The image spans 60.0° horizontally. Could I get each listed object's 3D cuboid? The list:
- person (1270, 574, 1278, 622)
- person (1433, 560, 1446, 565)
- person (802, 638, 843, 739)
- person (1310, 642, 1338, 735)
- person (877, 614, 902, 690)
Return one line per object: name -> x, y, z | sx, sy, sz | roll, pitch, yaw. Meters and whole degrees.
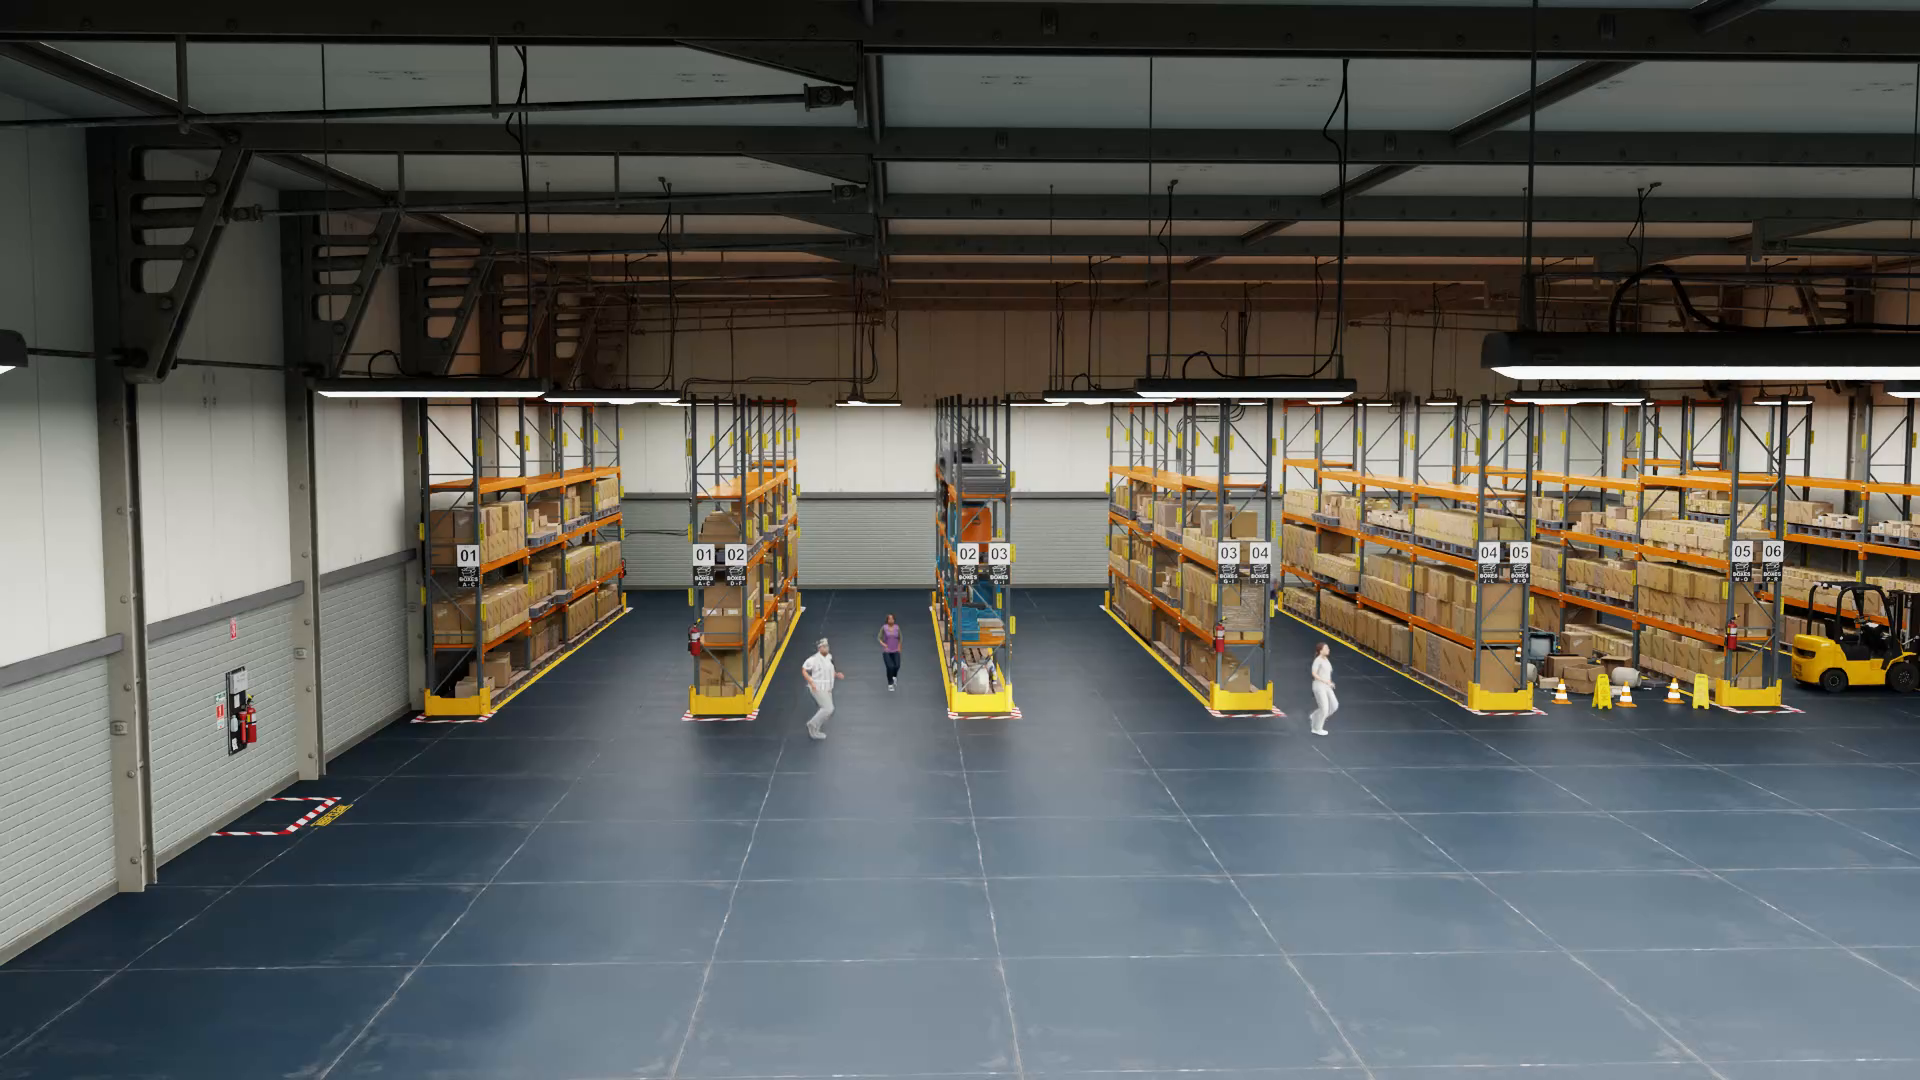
person -> 8.140, 1.469, 43.945 | 0.601, 1.608, 0.541 | 0, 4, 2
person -> 14.194, 1.047, 49.349 | 0.516, 1.599, 0.676 | 1, 5, 12
person -> -2.338, 2.576, 28.877 | 0.624, 1.756, 0.639 | 2, 5, 29
person -> 6.367, 2.606, 29.223 | 0.553, 1.635, 0.583 | 4, 6, 39
person -> -1.418, 2.281, 33.857 | 0.543, 1.567, 0.530 | -1, 5, -12
